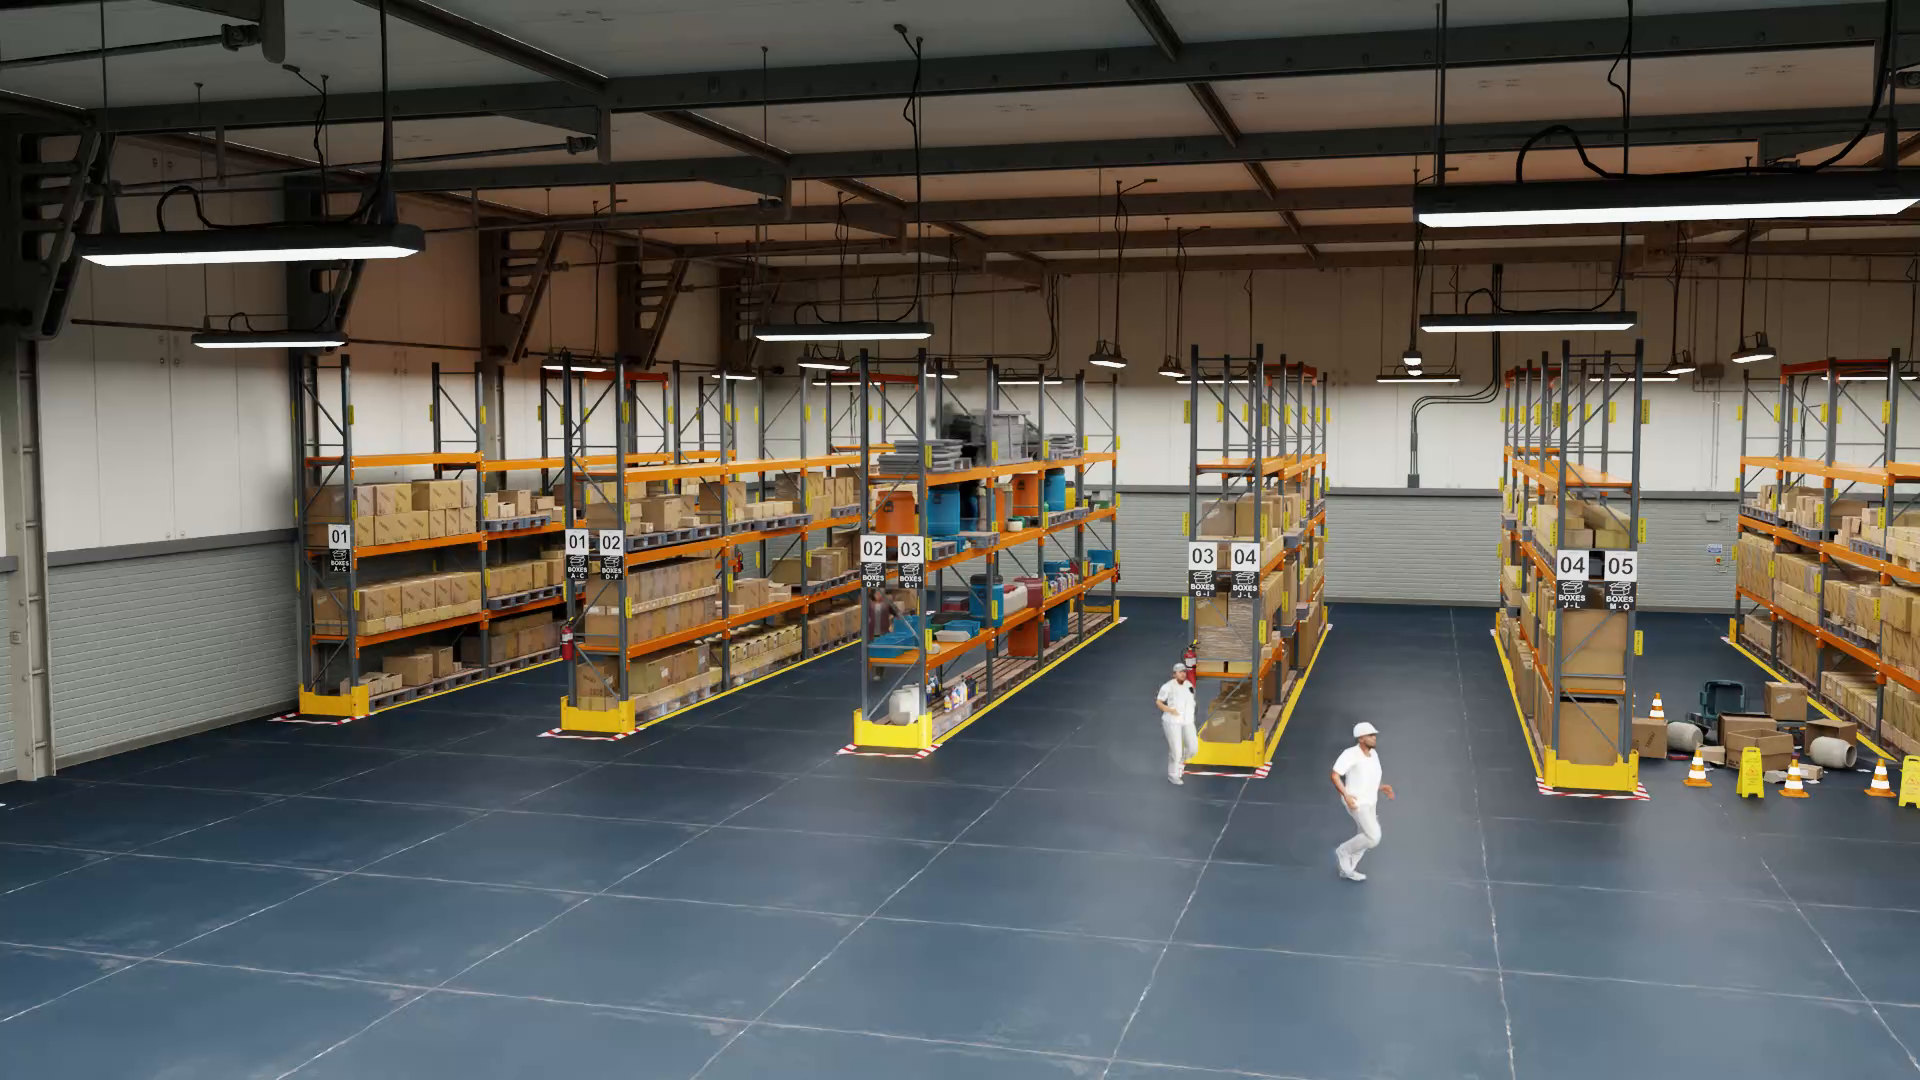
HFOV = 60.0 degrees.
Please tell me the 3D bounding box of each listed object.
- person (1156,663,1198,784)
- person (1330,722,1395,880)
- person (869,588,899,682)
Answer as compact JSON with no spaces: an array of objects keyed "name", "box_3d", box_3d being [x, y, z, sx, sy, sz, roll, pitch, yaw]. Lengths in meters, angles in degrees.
[{"name":"person","box_3d":[2.998,2.502,22.659,0.635,1.642,0.523,-2,5,-19]},{"name":"person","box_3d":[4.348,2.809,17.848,0.576,1.715,0.640,4,6,43]},{"name":"person","box_3d":[-1.529,1.816,31.428,0.721,1.662,0.812,1,4,9]}]
